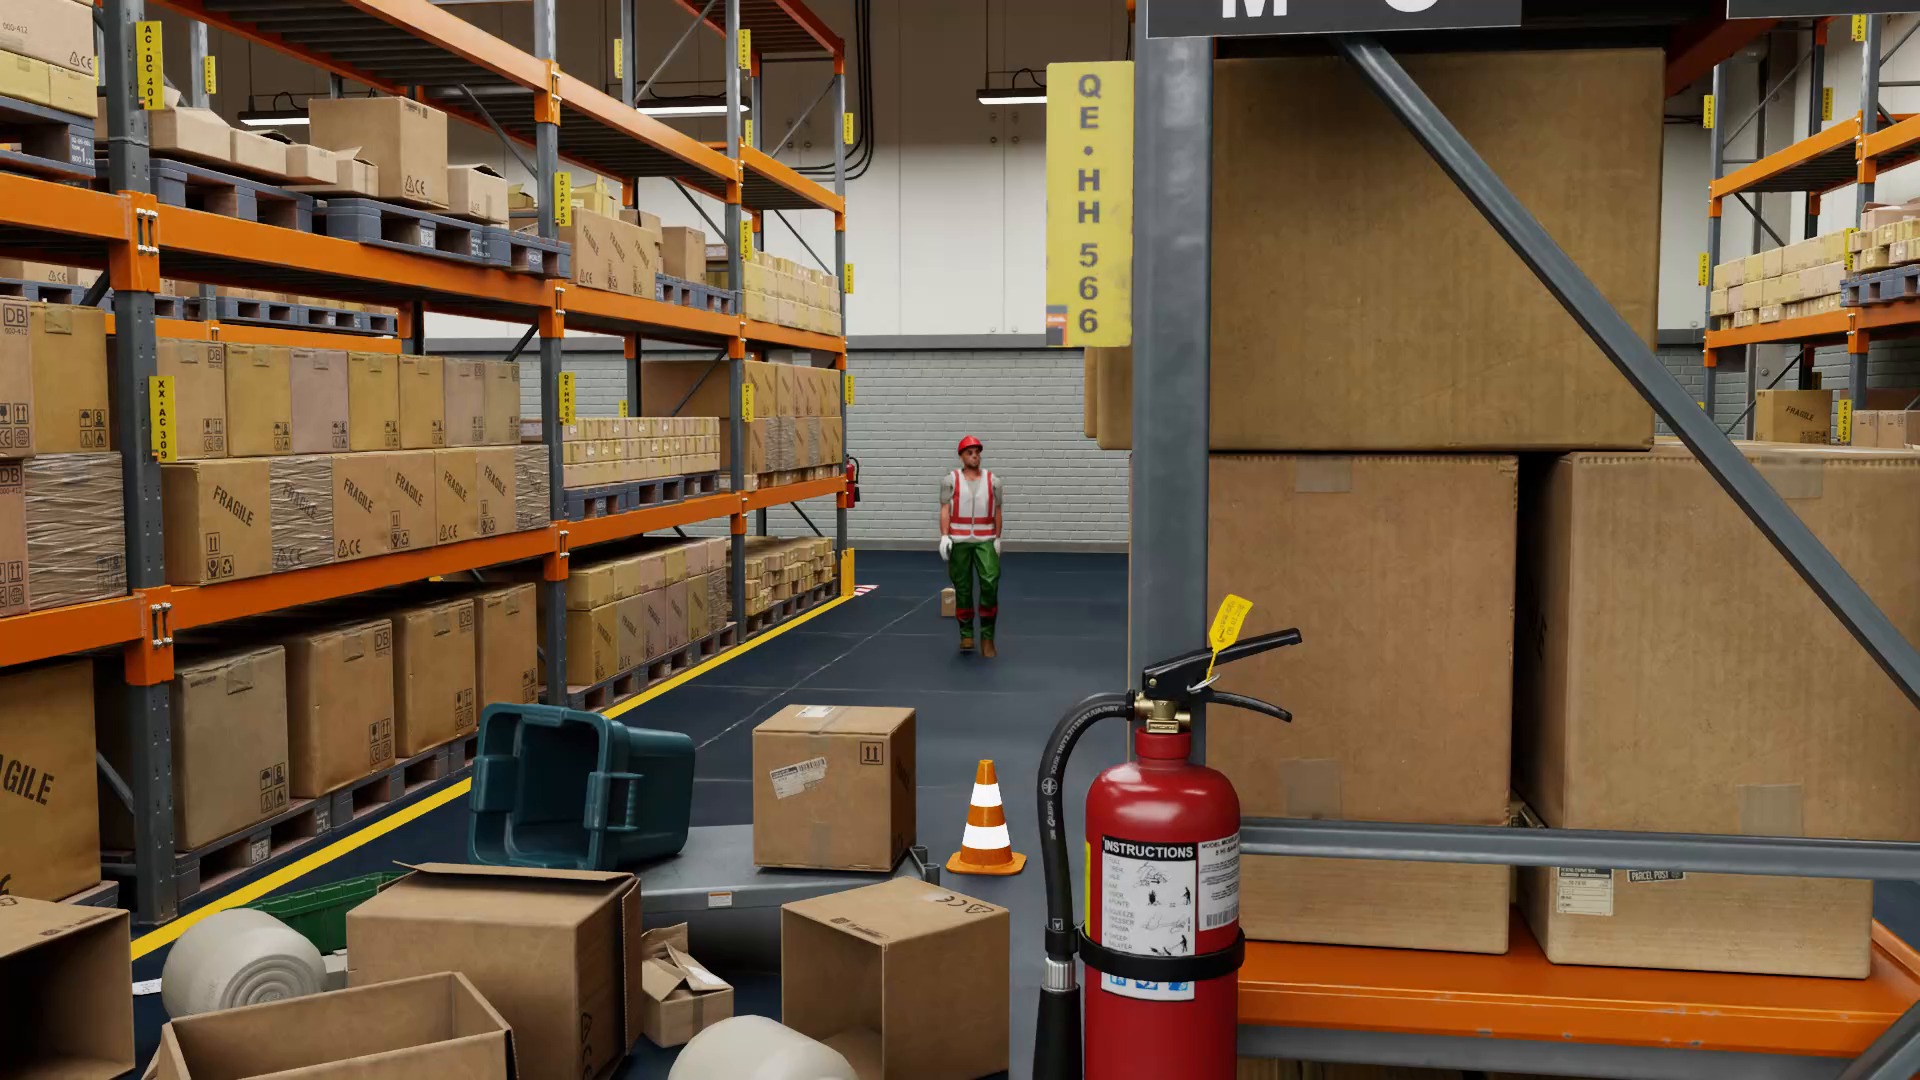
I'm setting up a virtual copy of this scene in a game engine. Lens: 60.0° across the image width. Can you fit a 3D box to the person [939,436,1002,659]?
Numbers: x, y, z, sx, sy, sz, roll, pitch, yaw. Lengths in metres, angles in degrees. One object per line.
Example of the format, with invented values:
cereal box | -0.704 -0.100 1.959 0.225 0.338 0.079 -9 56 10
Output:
person | 0.093 0.062 13.703 0.538 1.841 0.528 0 4 -3
